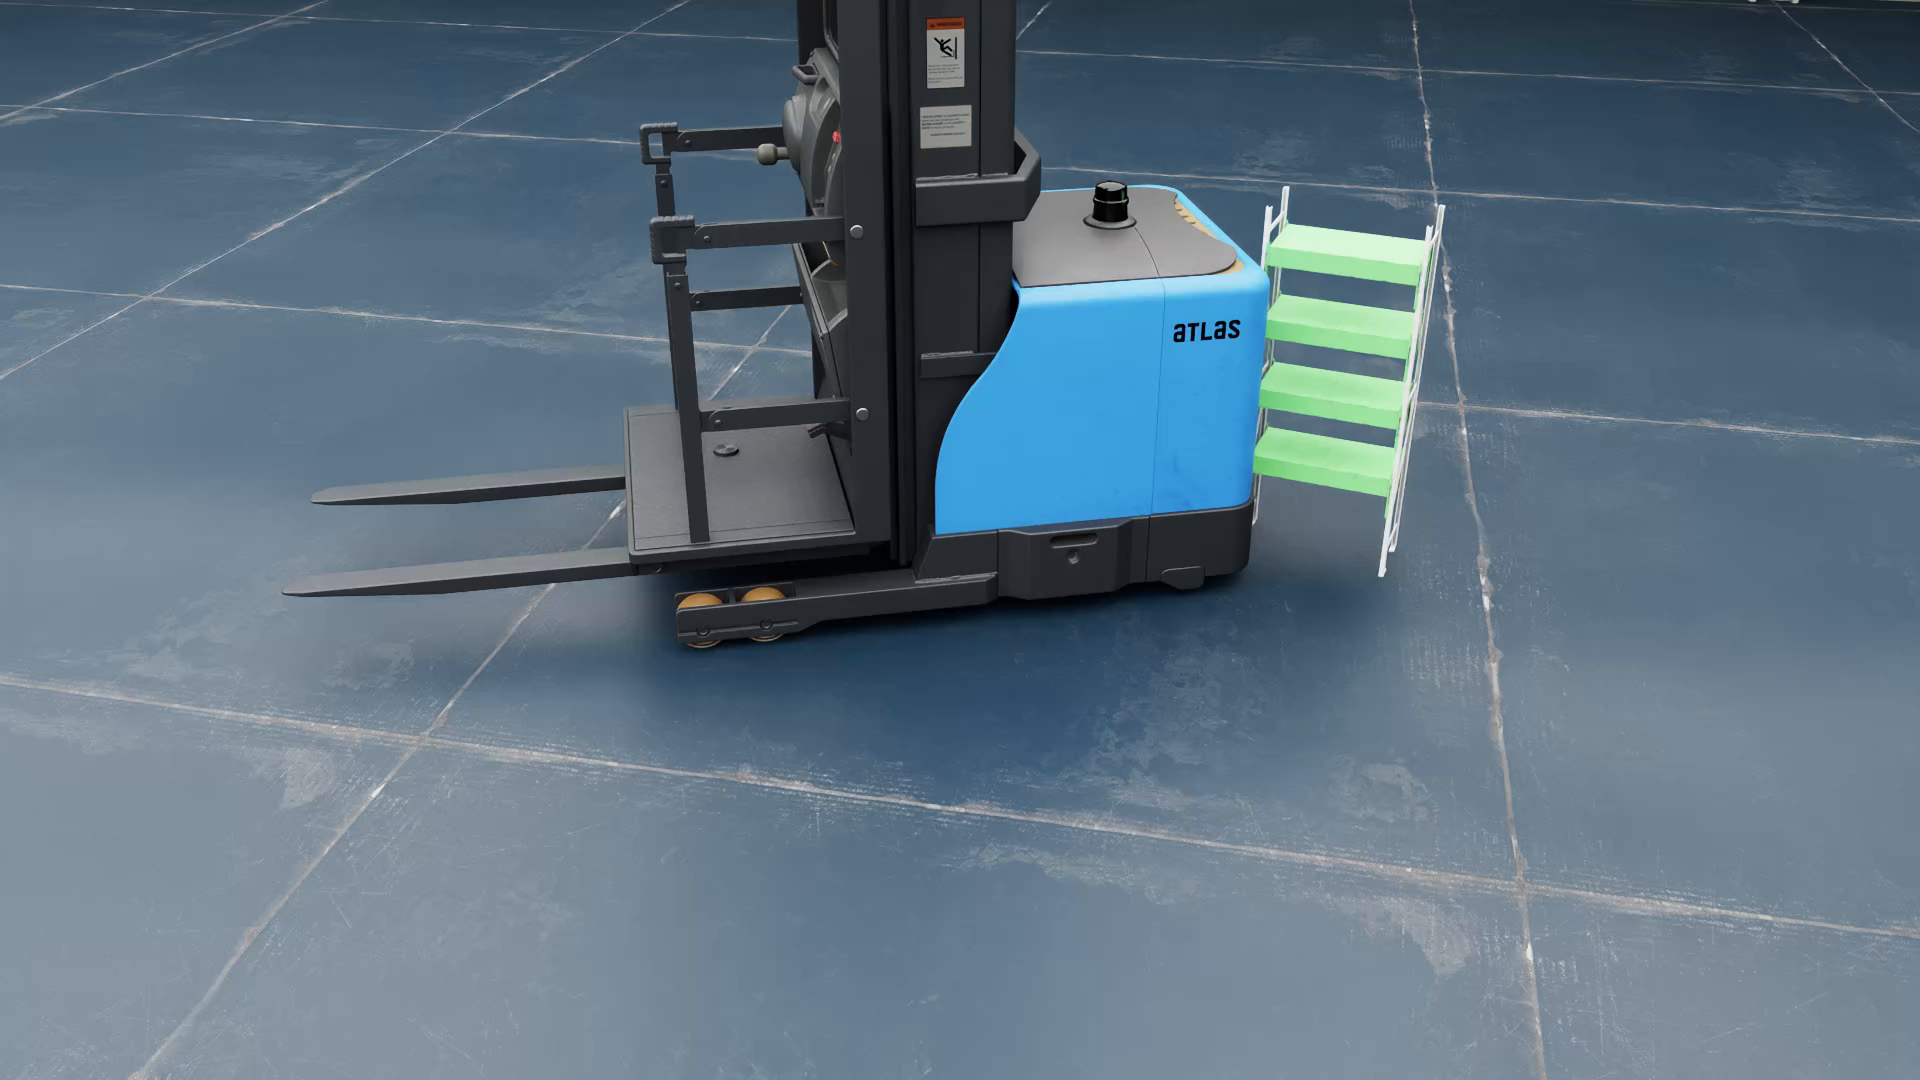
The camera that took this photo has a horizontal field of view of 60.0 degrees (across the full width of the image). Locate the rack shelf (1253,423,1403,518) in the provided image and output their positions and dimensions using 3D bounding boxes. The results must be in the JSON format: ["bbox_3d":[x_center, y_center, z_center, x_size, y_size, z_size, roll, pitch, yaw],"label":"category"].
[{"bbox_3d":[1.221,-0.236,5.564,0.480,0.148,0.258,12,31,20],"label":"rack shelf"}]

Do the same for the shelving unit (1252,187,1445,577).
[{"bbox_3d":[1.221,-0.502,5.418,0.503,1.200,0.258,12,31,20],"label":"shelving unit"}]

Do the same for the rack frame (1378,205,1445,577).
[{"bbox_3d":[1.445,-0.456,5.333,0.015,1.200,0.240,12,31,20],"label":"rack frame"}]

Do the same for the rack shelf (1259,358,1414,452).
[{"bbox_3d":[1.221,-0.446,5.449,0.480,0.148,0.258,12,31,20],"label":"rack shelf"}]

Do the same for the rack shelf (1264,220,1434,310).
[{"bbox_3d":[1.221,-0.867,5.218,0.480,0.148,0.258,12,31,20],"label":"rack shelf"}]

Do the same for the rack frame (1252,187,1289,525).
[{"bbox_3d":[0.997,-0.549,5.503,0.015,1.200,0.240,12,31,20],"label":"rack frame"}]

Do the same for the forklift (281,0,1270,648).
[{"bbox_3d":[-0.618,-1.227,4.940,3.031,2.935,1.130,-5,29,-10],"label":"forklift"}]

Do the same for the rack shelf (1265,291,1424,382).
[{"bbox_3d":[1.221,-0.657,5.334,0.480,0.148,0.258,12,31,20],"label":"rack shelf"}]
